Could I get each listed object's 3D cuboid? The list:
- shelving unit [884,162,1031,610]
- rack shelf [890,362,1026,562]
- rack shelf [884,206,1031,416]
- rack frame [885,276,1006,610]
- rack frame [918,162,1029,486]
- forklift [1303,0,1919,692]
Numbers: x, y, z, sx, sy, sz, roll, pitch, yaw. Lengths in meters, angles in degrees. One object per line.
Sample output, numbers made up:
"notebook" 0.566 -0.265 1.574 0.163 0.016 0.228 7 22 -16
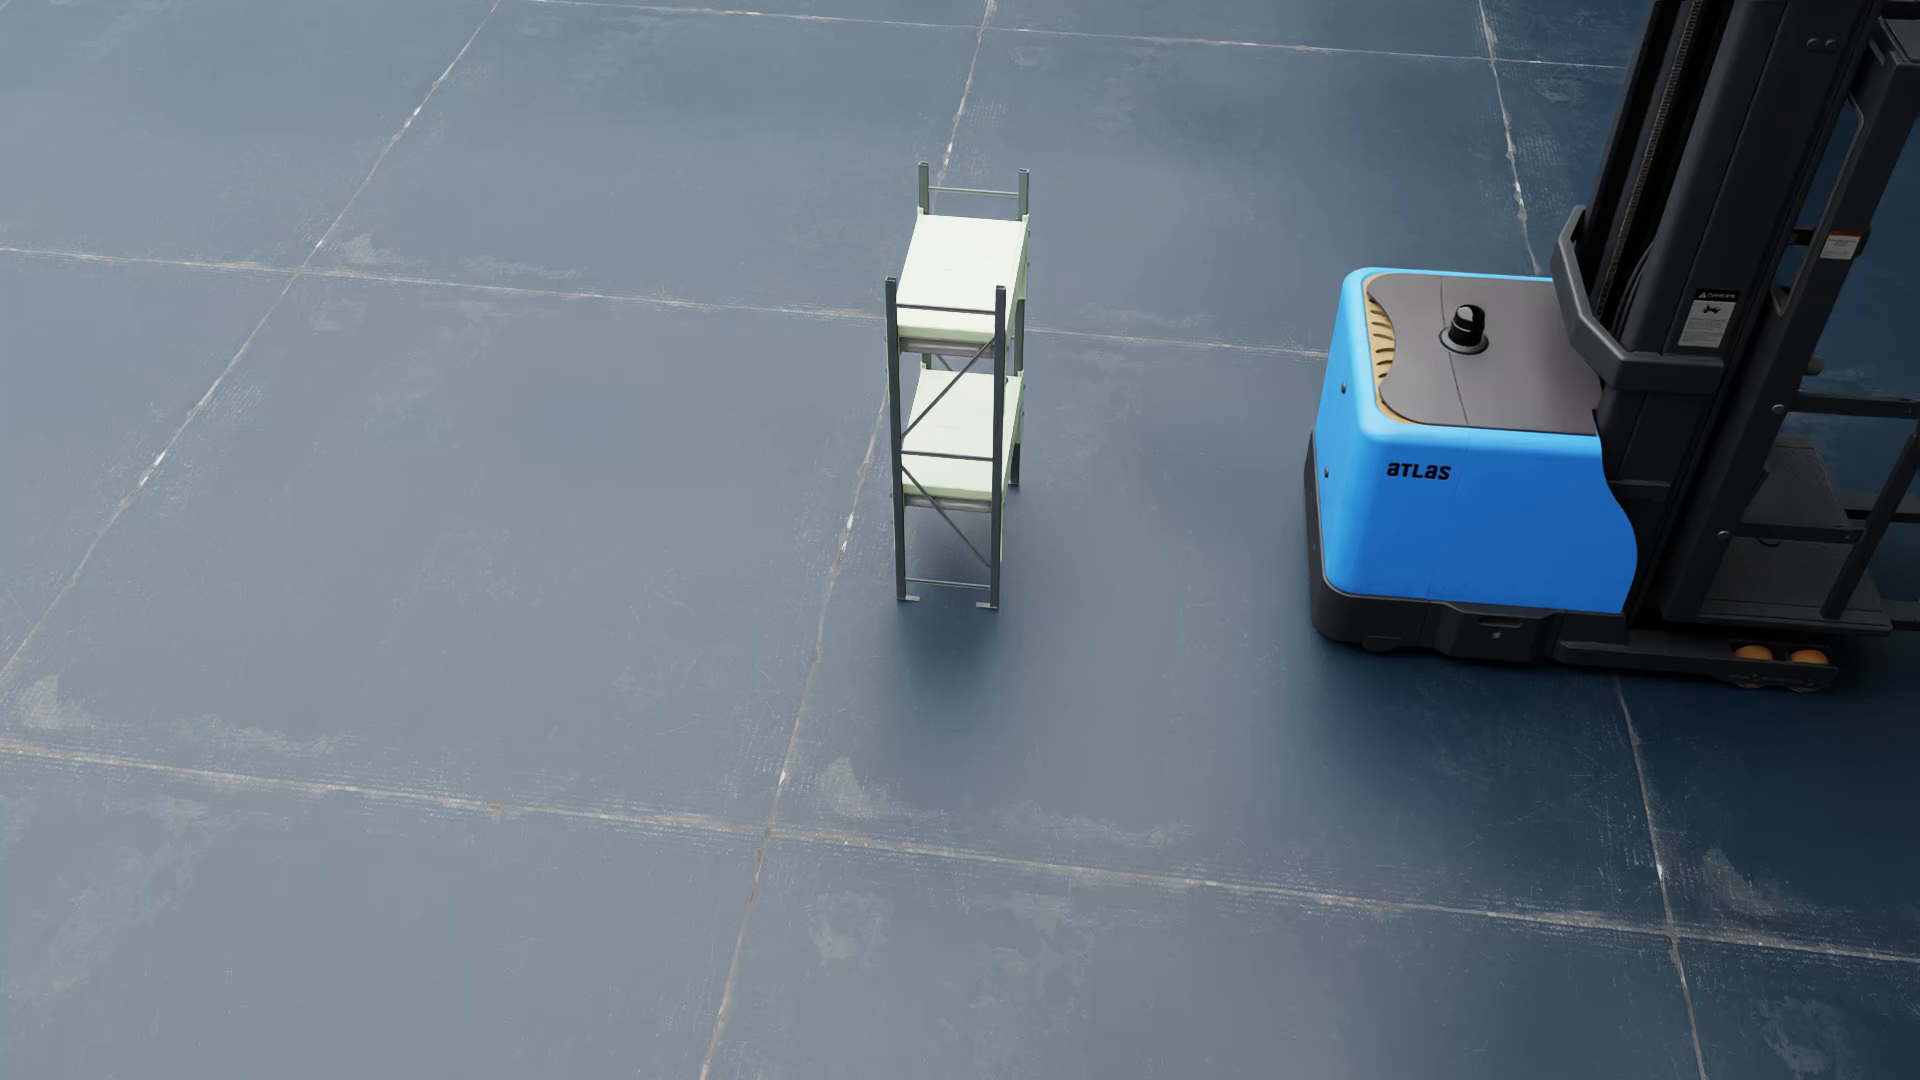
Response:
"shelving unit" 0.001 -0.549 6.239 0.431 1.500 0.755 5 44 6
"rack shelf" 0.001 -0.312 6.463 0.431 0.370 0.720 5 44 6
"rack shelf" 0.001 -0.833 5.971 0.431 0.370 0.720 5 44 6
"rack frame" -0.048 -0.300 5.976 0.400 1.500 0.023 5 44 6
"rack frame" 0.049 -0.799 6.503 0.400 1.500 0.023 5 44 6
"forklift" 2.894 -0.888 5.556 3.031 2.935 1.130 4 44 4
